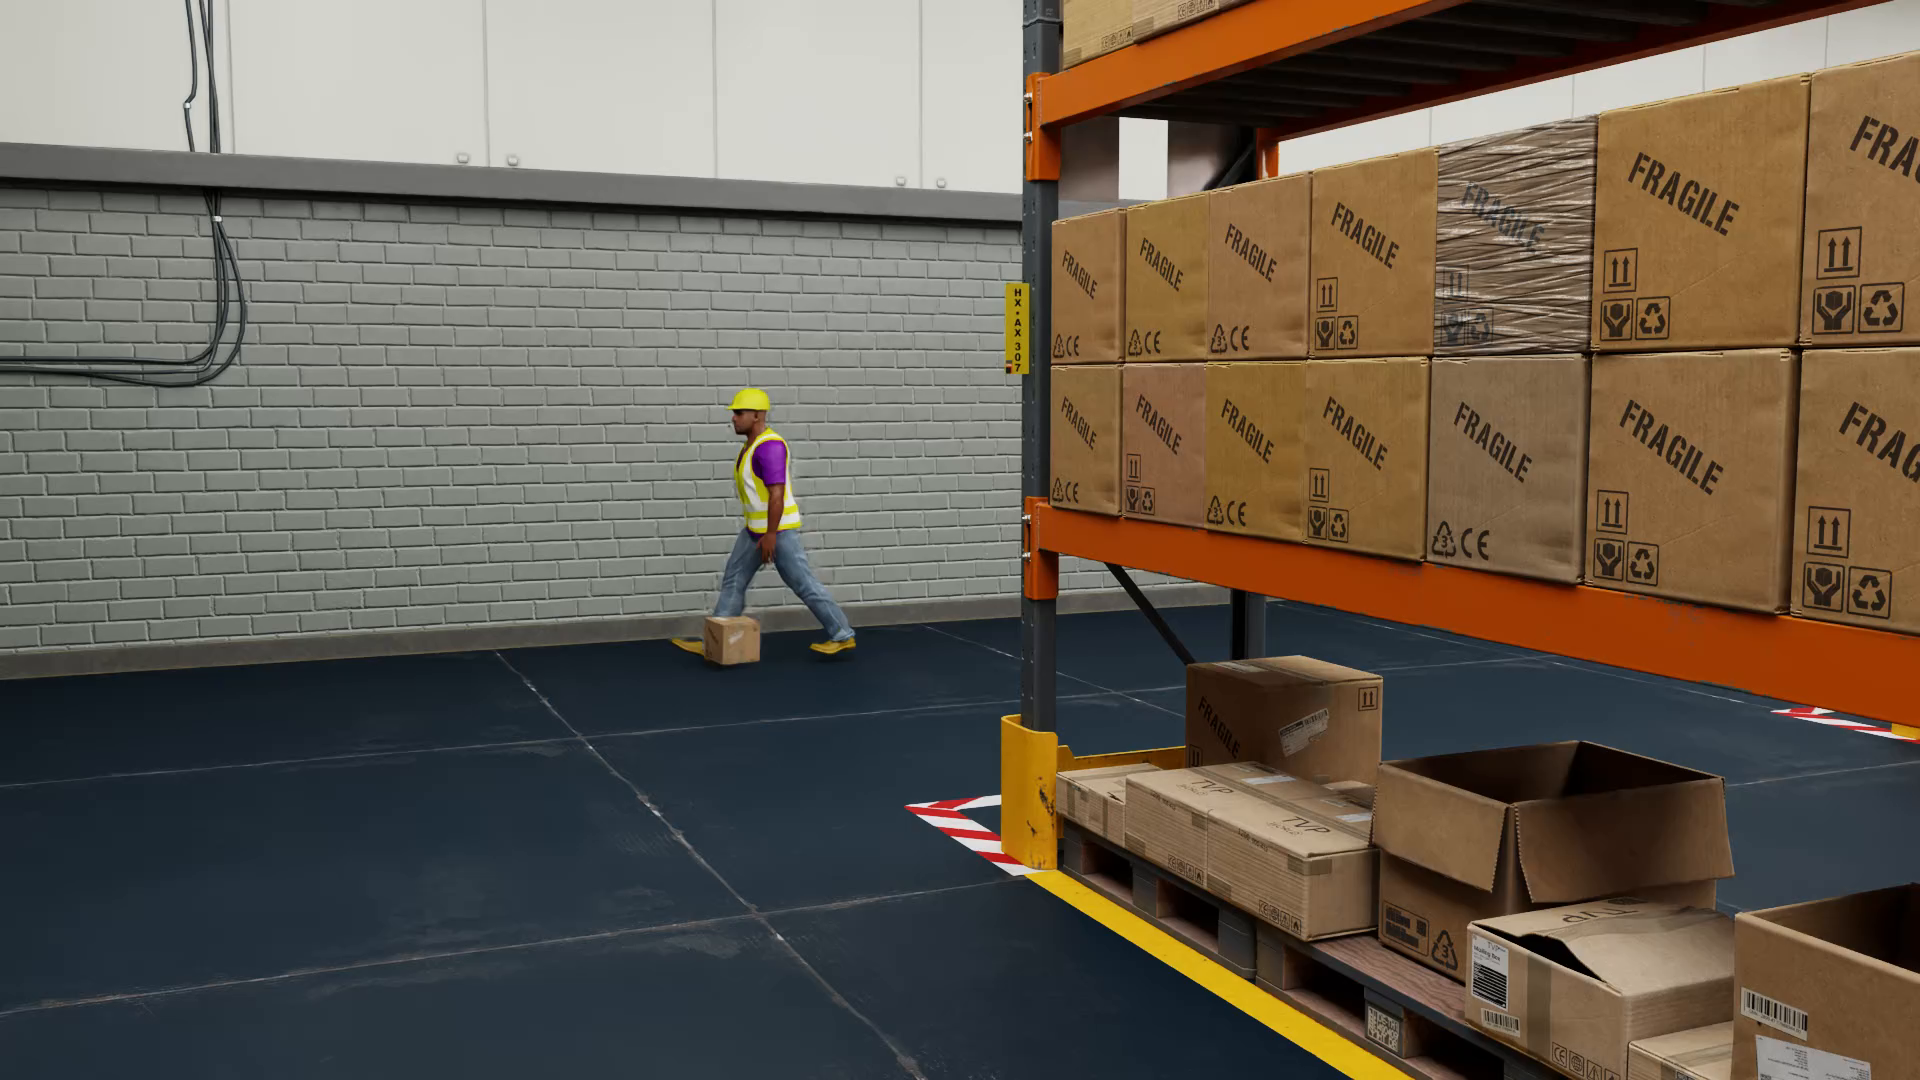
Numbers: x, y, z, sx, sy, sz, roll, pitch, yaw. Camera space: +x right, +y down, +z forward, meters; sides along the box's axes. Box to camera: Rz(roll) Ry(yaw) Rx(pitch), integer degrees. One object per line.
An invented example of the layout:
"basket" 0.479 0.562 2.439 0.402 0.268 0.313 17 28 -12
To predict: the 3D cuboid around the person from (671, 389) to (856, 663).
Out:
"person" -1.199 -0.081 10.257 1.134 1.697 0.570 -2 6 -25
